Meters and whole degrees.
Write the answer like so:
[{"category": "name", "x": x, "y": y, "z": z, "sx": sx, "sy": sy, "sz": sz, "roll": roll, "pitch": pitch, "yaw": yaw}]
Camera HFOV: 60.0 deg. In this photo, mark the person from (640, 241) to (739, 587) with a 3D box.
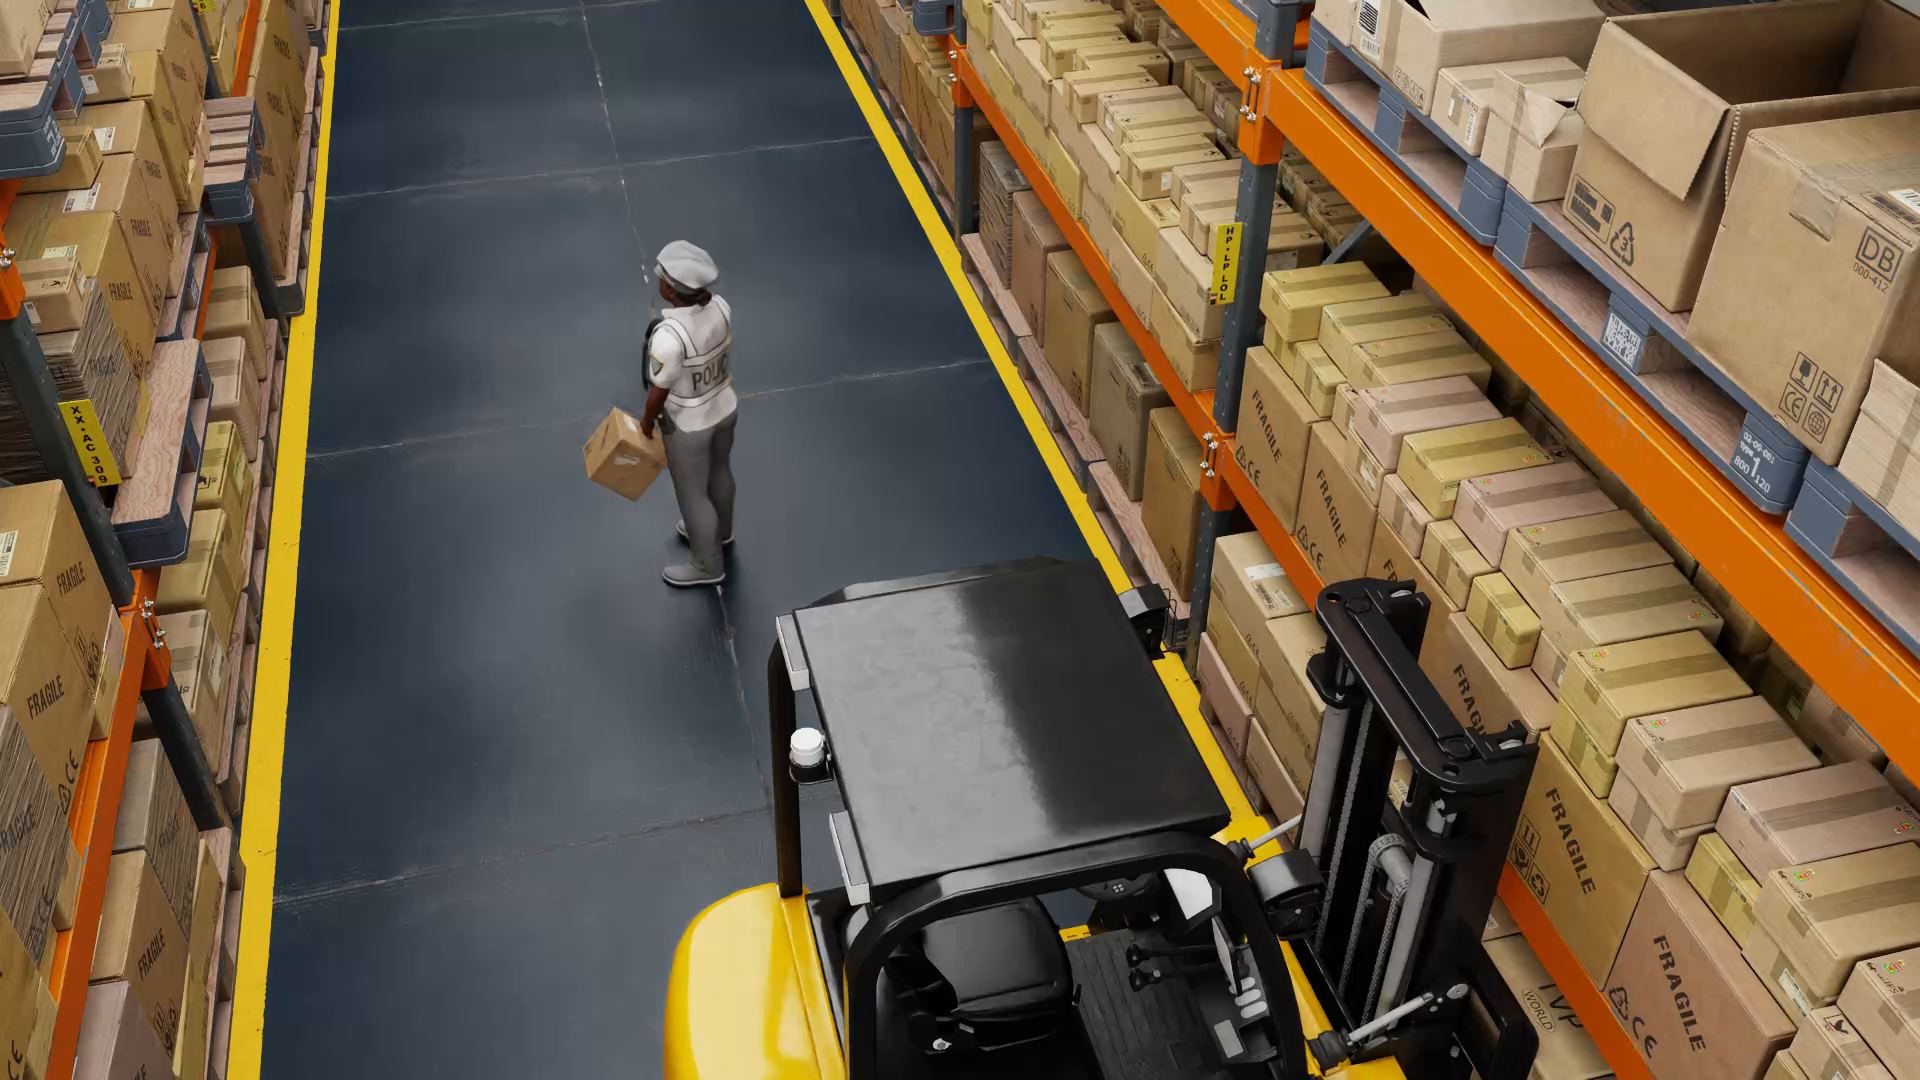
[{"category": "person", "x": -1.230, "y": -0.565, "z": 7.374, "sx": 0.486, "sy": 1.703, "sz": 0.477, "roll": 21, "pitch": 43, "yaw": 25}]
